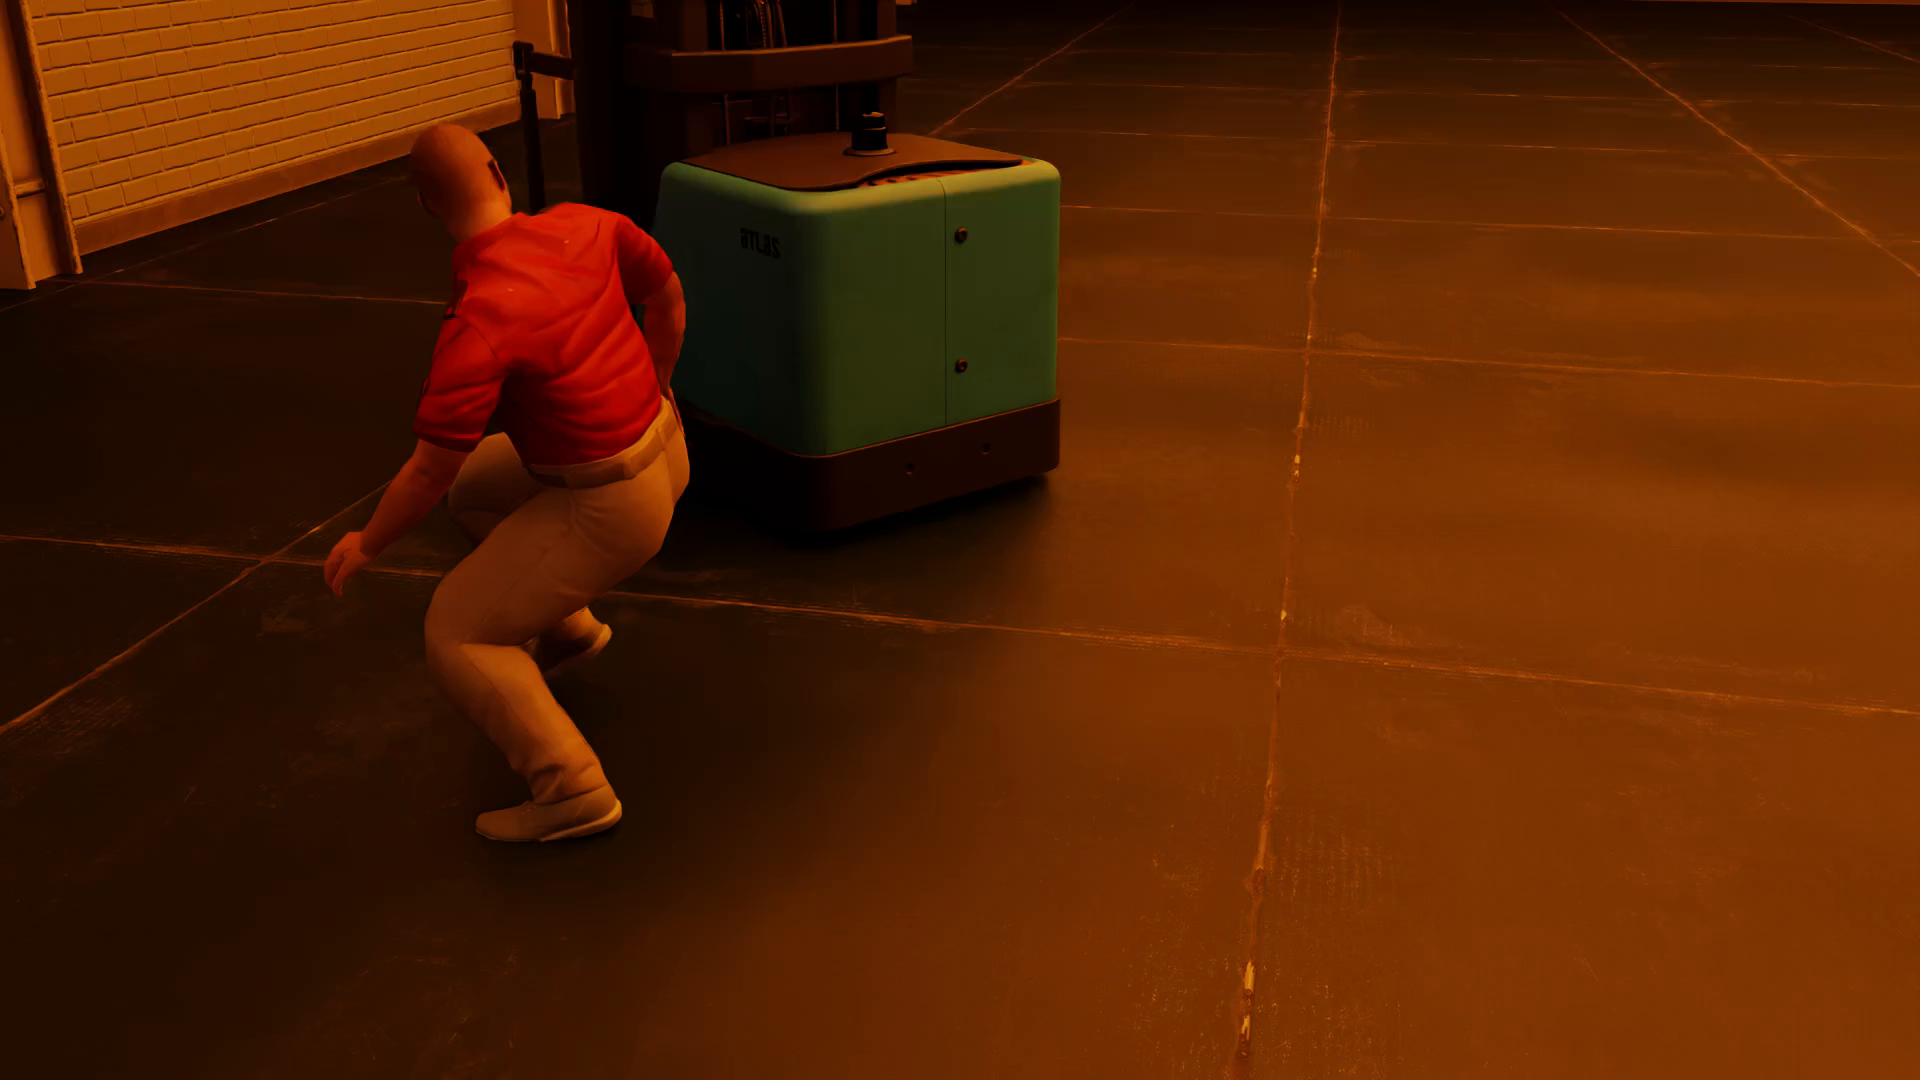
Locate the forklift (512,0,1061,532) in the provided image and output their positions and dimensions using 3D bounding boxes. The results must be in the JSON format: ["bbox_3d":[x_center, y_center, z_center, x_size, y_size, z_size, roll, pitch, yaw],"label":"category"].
[{"bbox_3d":[-0.972,-1.869,5.851,1.130,2.935,3.031,-17,27,-35],"label":"forklift"}]

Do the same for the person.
[{"bbox_3d":[-0.951,-0.158,3.634,0.679,1.502,0.801,4,22,9],"label":"person"}]
